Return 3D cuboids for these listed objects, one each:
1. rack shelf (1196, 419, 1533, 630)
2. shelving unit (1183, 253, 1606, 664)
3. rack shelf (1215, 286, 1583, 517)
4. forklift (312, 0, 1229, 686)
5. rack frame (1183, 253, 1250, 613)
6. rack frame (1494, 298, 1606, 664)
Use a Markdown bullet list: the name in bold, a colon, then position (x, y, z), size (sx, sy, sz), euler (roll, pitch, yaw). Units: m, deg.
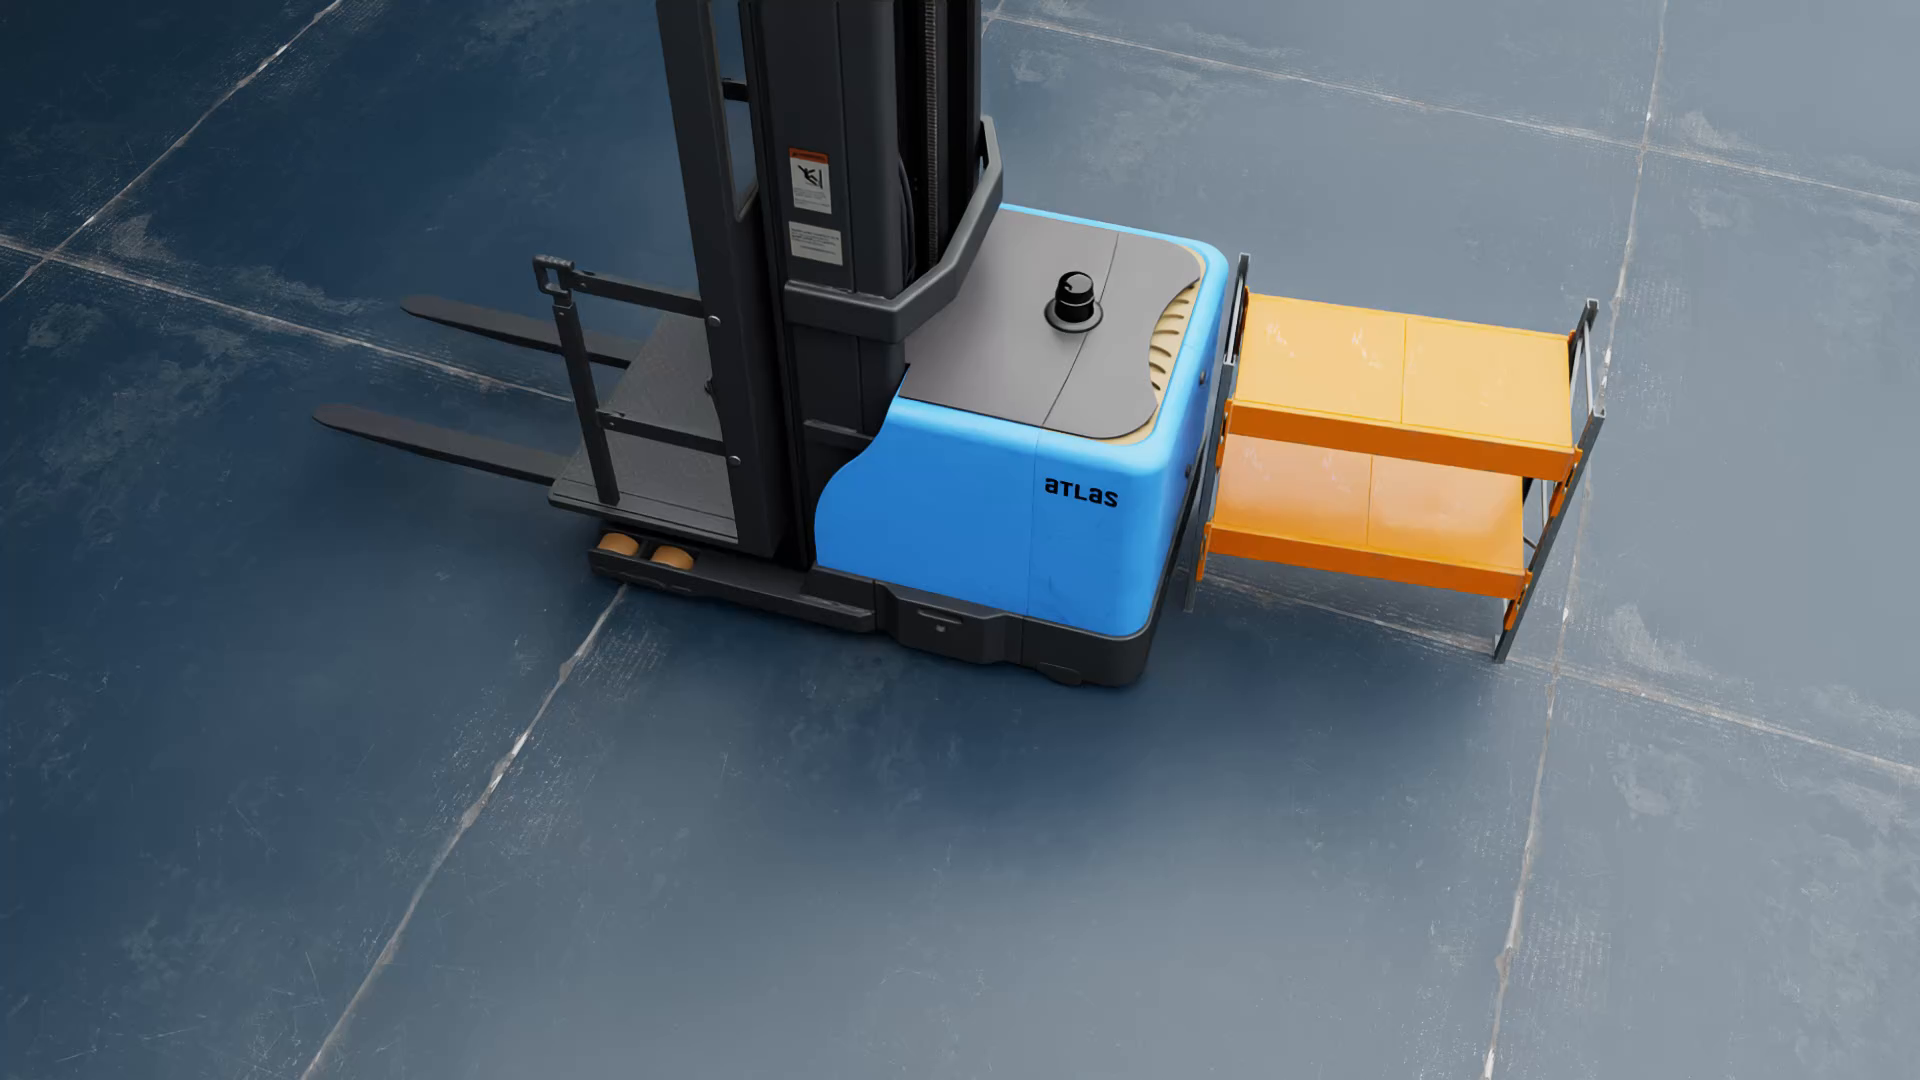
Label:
- **rack shelf**: position (1.306, -0.072, 5.392), size (1.000, 0.278, 0.538), euler (9, 50, 8)
- **shelving unit**: position (1.306, -0.232, 5.207), size (1.048, 1.125, 0.538), euler (9, 50, 8)
- **rack shelf**: position (1.306, -0.424, 4.986), size (1.000, 0.278, 0.538), euler (9, 50, 8)
- **forklift**: position (-0.733, -1.148, 4.806), size (3.031, 2.935, 1.130), euler (13, 50, 11)
- **rack frame**: position (0.809, -0.311, 5.275), size (0.032, 1.125, 0.500), euler (9, 50, 8)
- **rack frame**: position (1.804, -0.154, 5.139), size (0.032, 1.125, 0.500), euler (9, 50, 8)
